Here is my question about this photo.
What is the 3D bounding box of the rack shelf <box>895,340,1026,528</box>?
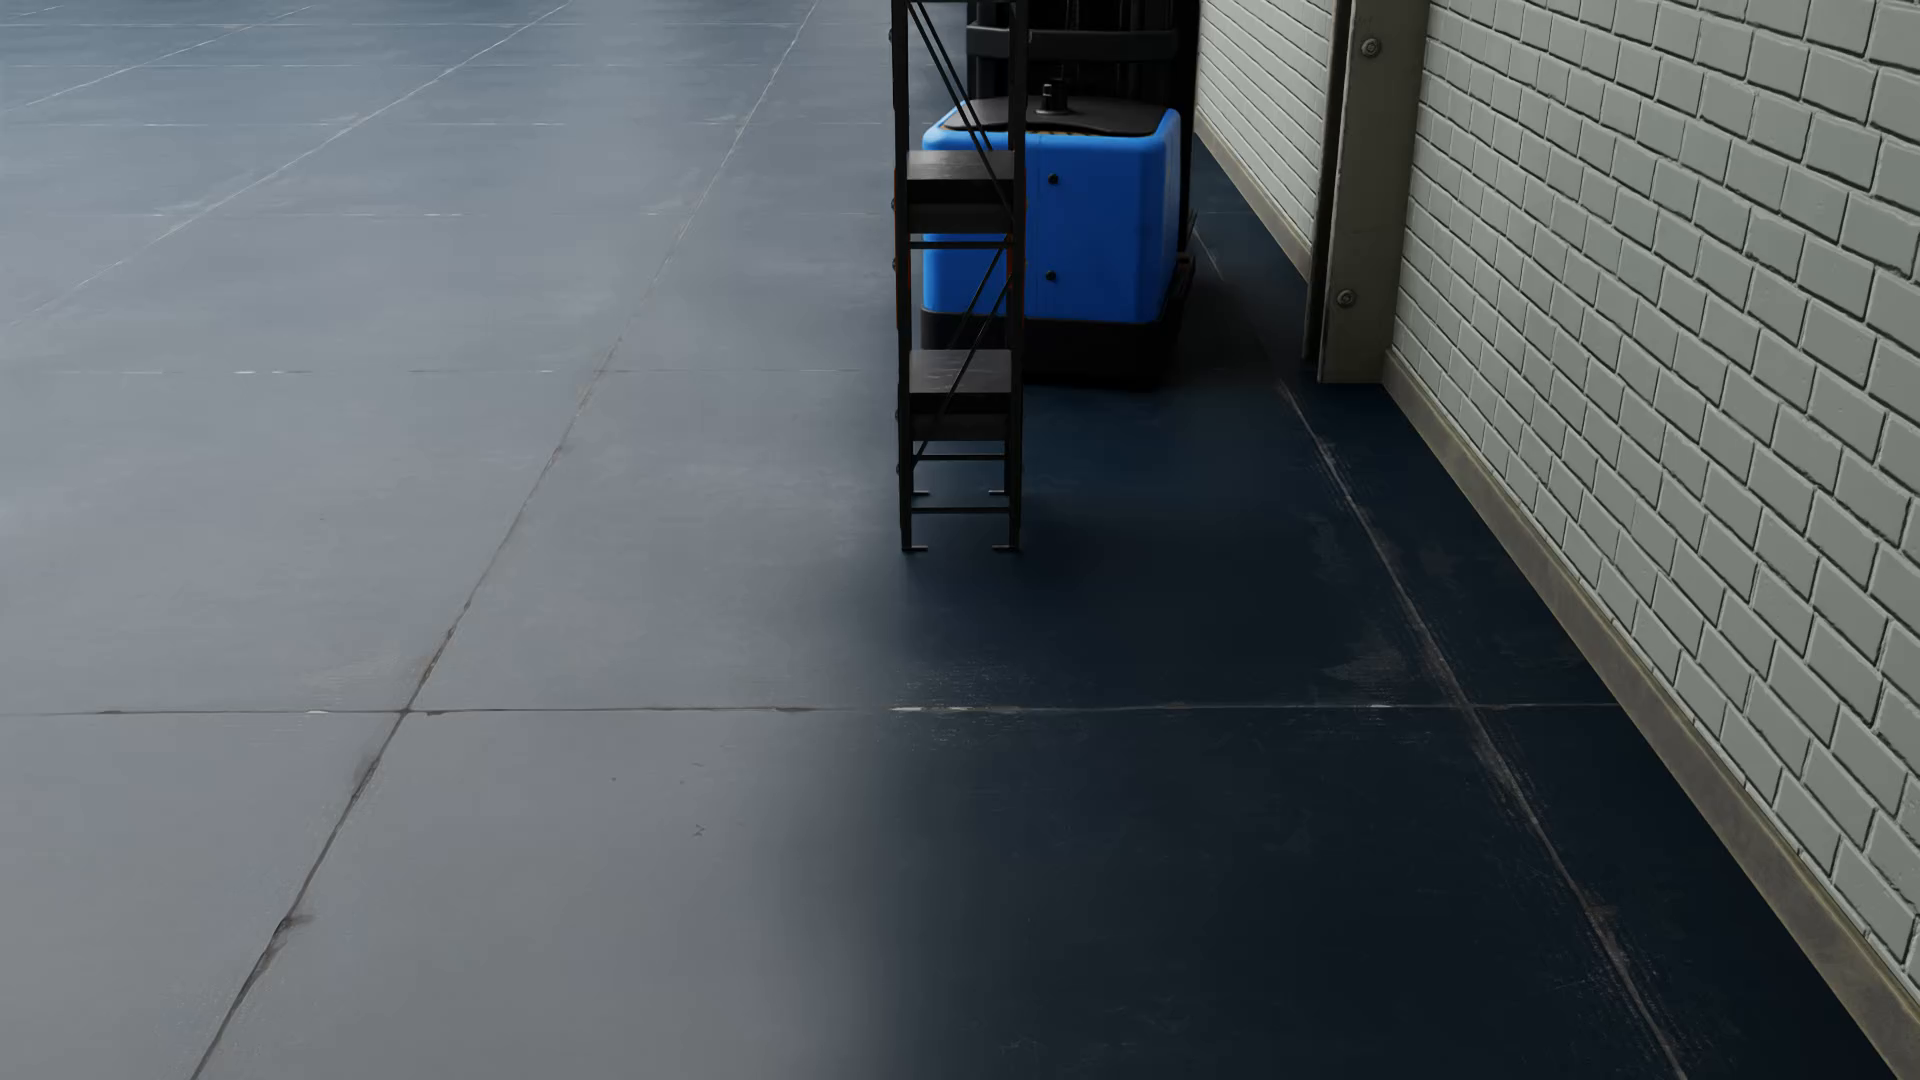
[{"bbox_3d":[-0.002,-0.375,5.762,0.431,0.518,0.480,0,24,-1],"label":"rack shelf"}]

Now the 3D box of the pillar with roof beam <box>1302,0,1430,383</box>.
[{"bbox_3d":[-2.582,-4.849,5.552,9.100,9.000,0.400,0,24,-1],"label":"pillar with roof beam"}]

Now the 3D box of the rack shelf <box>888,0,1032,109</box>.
[{"bbox_3d":[-0.002,-1.650,5.185,0.431,0.518,0.480,0,24,-1],"label":"rack shelf"}]

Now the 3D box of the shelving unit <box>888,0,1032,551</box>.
[{"bbox_3d":[-0.002,-1.025,5.468,0.431,2.100,0.503,0,24,-1],"label":"shelving unit"}]

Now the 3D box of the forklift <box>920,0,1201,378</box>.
[{"bbox_3d":[0.623,-2.607,7.957,1.130,2.935,3.031,5,25,10],"label":"forklift"}]

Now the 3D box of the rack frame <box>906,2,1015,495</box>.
[{"bbox_3d":[-0.004,-1.125,5.690,0.400,2.100,0.015,0,24,-1],"label":"rack frame"}]

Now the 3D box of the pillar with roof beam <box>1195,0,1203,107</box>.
[{"bbox_3d":[-2.648,-7.322,11.019,9.100,9.000,0.400,0,24,-1],"label":"pillar with roof beam"}]

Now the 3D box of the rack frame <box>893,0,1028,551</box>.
[{"bbox_3d":[0.001,-0.924,5.246,0.400,2.100,0.015,0,24,-1],"label":"rack frame"}]

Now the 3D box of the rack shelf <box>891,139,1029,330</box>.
[{"bbox_3d":[-0.002,-1.012,5.474,0.431,0.518,0.480,0,24,-1],"label":"rack shelf"}]
